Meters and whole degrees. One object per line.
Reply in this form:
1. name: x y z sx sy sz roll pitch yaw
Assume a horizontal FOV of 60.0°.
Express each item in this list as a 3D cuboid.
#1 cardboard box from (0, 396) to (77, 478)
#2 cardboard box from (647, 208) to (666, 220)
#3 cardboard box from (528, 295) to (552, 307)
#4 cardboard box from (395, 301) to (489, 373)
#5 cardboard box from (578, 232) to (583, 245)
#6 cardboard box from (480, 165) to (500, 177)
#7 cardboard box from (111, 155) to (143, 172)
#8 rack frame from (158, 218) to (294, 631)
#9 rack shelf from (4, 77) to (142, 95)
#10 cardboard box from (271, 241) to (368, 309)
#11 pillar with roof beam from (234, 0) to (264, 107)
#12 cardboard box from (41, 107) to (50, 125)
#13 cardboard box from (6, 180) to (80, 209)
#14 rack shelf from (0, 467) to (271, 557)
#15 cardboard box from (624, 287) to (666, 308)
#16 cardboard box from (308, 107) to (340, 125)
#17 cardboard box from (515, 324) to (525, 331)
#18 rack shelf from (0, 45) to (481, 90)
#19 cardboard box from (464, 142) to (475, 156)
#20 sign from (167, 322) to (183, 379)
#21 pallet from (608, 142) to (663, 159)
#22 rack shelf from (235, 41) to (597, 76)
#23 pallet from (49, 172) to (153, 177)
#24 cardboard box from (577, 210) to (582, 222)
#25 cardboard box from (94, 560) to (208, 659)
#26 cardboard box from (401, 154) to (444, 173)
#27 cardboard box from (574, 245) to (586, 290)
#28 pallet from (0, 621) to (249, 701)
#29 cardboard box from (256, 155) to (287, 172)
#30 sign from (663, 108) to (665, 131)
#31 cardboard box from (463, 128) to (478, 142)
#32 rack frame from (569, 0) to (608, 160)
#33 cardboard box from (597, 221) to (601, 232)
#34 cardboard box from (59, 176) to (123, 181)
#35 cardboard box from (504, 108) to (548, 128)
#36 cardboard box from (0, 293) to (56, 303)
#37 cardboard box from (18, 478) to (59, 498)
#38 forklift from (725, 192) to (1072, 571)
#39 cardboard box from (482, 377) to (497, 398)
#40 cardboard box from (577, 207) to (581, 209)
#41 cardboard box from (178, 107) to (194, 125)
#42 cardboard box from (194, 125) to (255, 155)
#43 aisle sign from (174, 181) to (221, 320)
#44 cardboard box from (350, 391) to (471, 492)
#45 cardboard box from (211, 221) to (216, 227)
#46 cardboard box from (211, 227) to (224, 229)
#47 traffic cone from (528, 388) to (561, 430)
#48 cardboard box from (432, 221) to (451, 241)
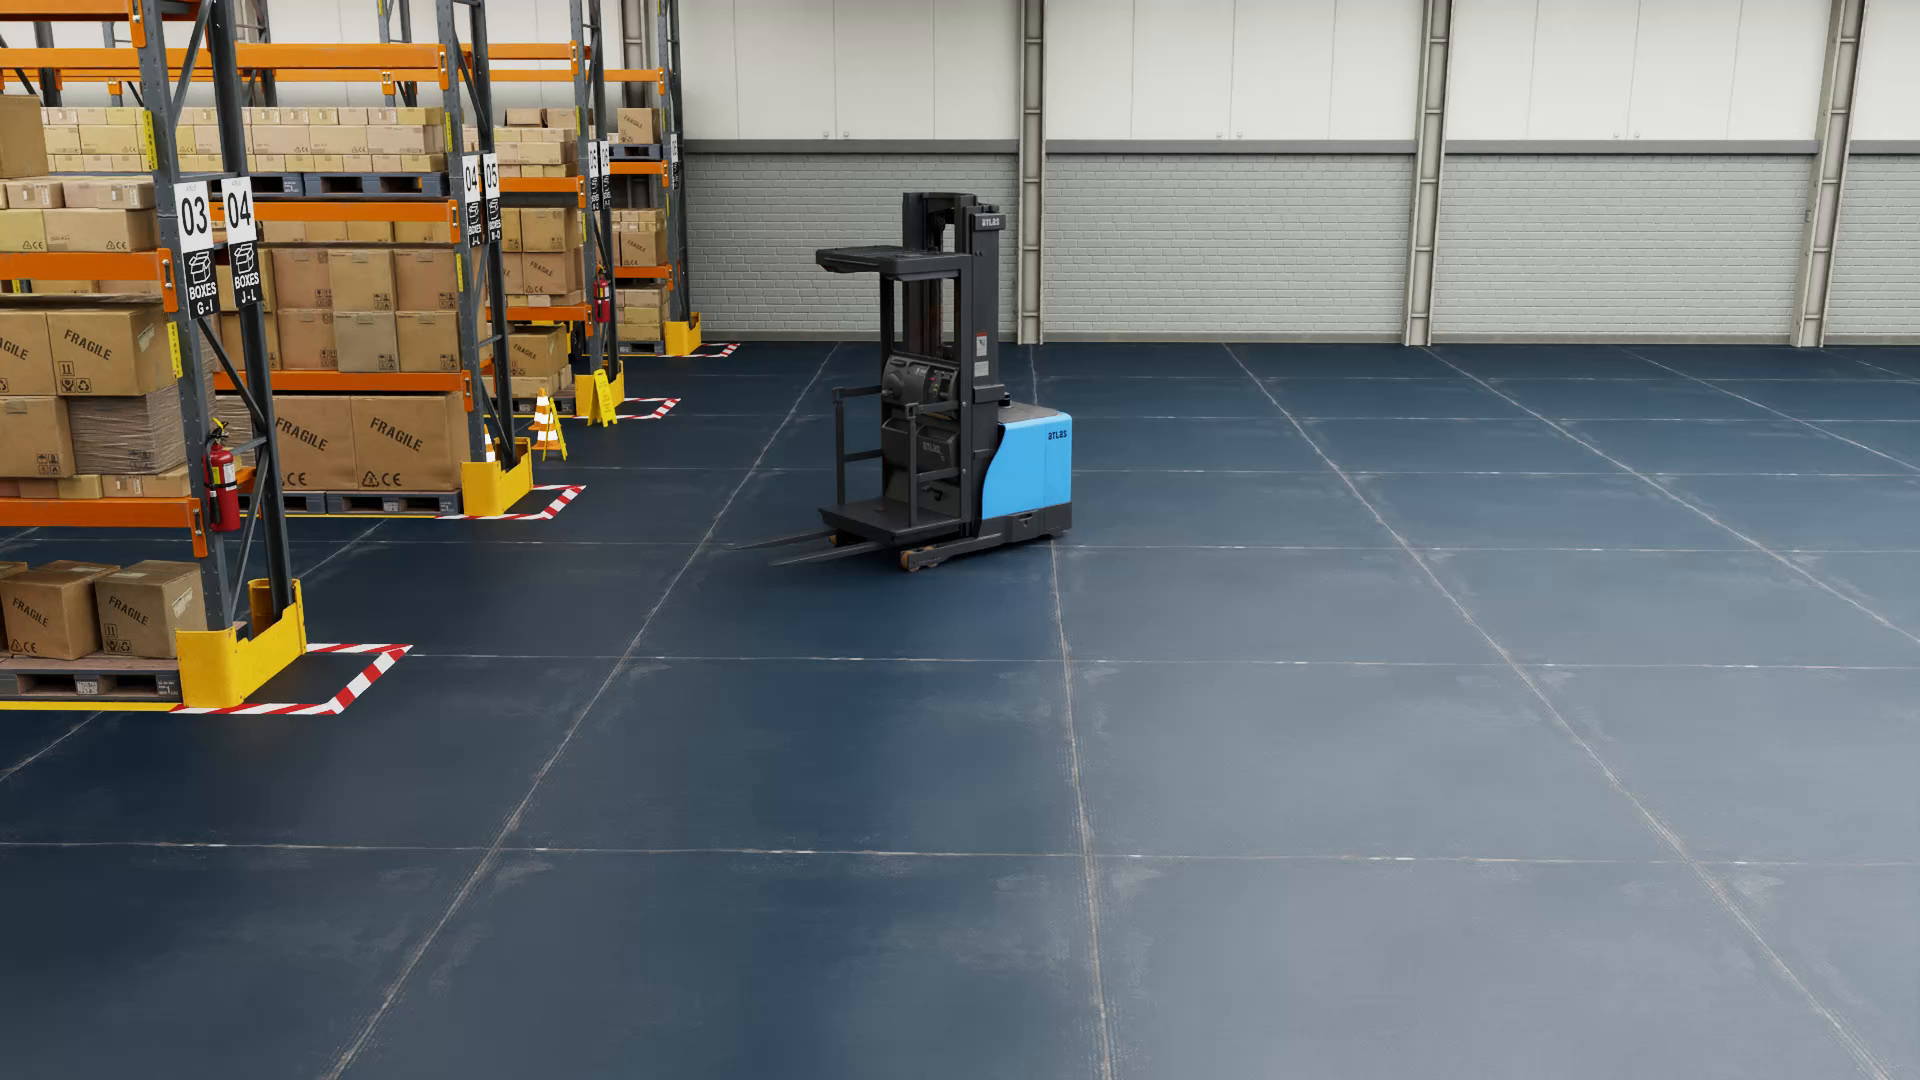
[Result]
1. cardboard box: -5.654 -0.726 10.433 0.500 0.500 0.875 0 15 1
2. cardboard box: -4.556 -4.906 25.005 0.250 0.149 0.380 0 15 0
3. cardboard box: -4.984 -2.878 19.859 0.250 0.149 0.380 0 15 1
4. cardboard box: -4.746 -1.878 15.285 0.550 0.550 0.875 0 15 1
5. cardboard box: -5.755 -4.337 24.704 0.500 0.500 0.500 0 15 0
6. cardboard box: -5.479 -4.360 19.598 0.250 0.149 0.380 0 15 2
7. cardboard box: -7.259 -3.327 14.664 0.250 0.149 0.380 0 15 1
8. rack frame: -4.602 -0.551 10.547 0.127 3.000 1.000 0 15 1
9. rack shelf: -14.223 -6.768 24.548 4.000 0.370 1.077 0 15 1
10. cardboard box: -5.853 -2.440 15.298 0.550 0.550 0.875 0 15 1
11. pillar with roof beam: -11.007 -6.420 21.034 0.400 9.000 9.100 0 15 1
12. cardboard box: -8.018 -3.718 14.581 0.250 0.149 0.380 1 15 2
13. cardboard box: -5.421 -2.049 9.858 0.250 0.149 0.380 0 15 -1
14. rack shelf: -6.601 -0.216 10.688 4.000 0.370 1.077 0 15 1
15. cardboard box: -4.694 -3.624 24.803 0.500 0.250 0.500 1 15 3
16. cardboard box: -5.484 -3.701 14.519 0.250 0.149 0.380 1 15 2
17. cardboard box: -5.695 -2.392 20.623 0.500 0.500 0.500 0 15 -1
18. rack shelf: -6.374 -4.187 14.766 4.000 0.370 1.077 0 15 1
19. cardboard box: -5.889 -4.540 19.498 0.500 0.250 0.500 1 15 3
20. sign: -4.636 -1.122 9.823 0.005 0.325 0.100 0 15 1
21. pallet: -4.932 -5.763 24.595 1.213 0.211 1.003 0 15 1
22. rack shelf: -6.348 -5.642 19.502 4.000 0.370 1.077 0 15 1
23. pallet: -7.555 -3.240 15.036 1.213 0.211 1.003 0 15 1
24. cardboard box: -5.609 -4.781 24.529 0.250 0.149 0.380 1 15 3
25. cardboard box: -5.226 0.447 10.844 0.500 0.500 0.500 3 15 12
26. cardboard box: -4.715 -3.311 14.602 0.250 0.149 0.380 0 15 1
27. cardboard box: -4.815 -3.344 20.355 0.500 0.500 0.500 0 15 1
28. pallet: -5.489 0.783 10.959 1.213 0.211 1.003 0 15 1
29. cardboard box: -5.985 -3.319 14.634 0.250 0.149 0.380 0 15 2
30. sign: -4.254 -6.046 23.914 0.005 0.325 0.100 0 15 1
31. cardboard box: -5.704 -4.746 19.498 0.250 0.149 0.380 0 15 1
32. rack frame: -4.349 -5.979 19.361 0.127 3.000 1.000 0 15 1
33. cardboard box: -5.341 -4.652 24.626 0.250 0.149 0.380 0 15 1
34. cardboard box: -5.384 -2.179 10.350 0.250 0.149 0.380 0 15 0
35. cardboard box: -6.280 -6.082 24.410 0.637 0.503 0.797 1 15 3
36. cardboard box: -6.144 -1.307 10.676 0.500 0.500 0.500 0 15 1
37. cardboard box: -5.643 -0.374 10.371 0.250 0.149 0.380 0 15 1
38. forklift: -0.488 -1.316 13.581 3.031 2.935 1.130 -12 19 -38
39. cardboard box: -5.682 -1.893 20.203 0.500 0.250 0.500 0 15 2
40. cardboard box: -5.852 -4.942 25.142 0.250 0.149 0.380 0 15 0
41. cardboard box: -6.745 -3.710 14.551 0.250 0.149 0.380 0 15 1
42. cardboard box: -6.377 -3.530 14.652 0.500 0.250 0.500 1 15 2
43. aisle sign: -4.548 -1.731 9.924 0.004 0.787 0.394 0 15 1
44. cardboard box: -5.054 -0.978 15.509 0.875 0.875 0.875 0 15 2
45. cardboard box: -11.126 -4.686 24.752 0.250 0.149 0.380 1 15 2
46. cardboard box: -9.310 -3.578 20.421 0.500 0.500 0.500 0 15 2
47. traffic cone: -4.812 -1.525 19.213 0.334 0.463 0.336 0 15 1
48. cardboard box: -5.883 -3.683 19.682 0.500 0.500 0.700 0 15 1
